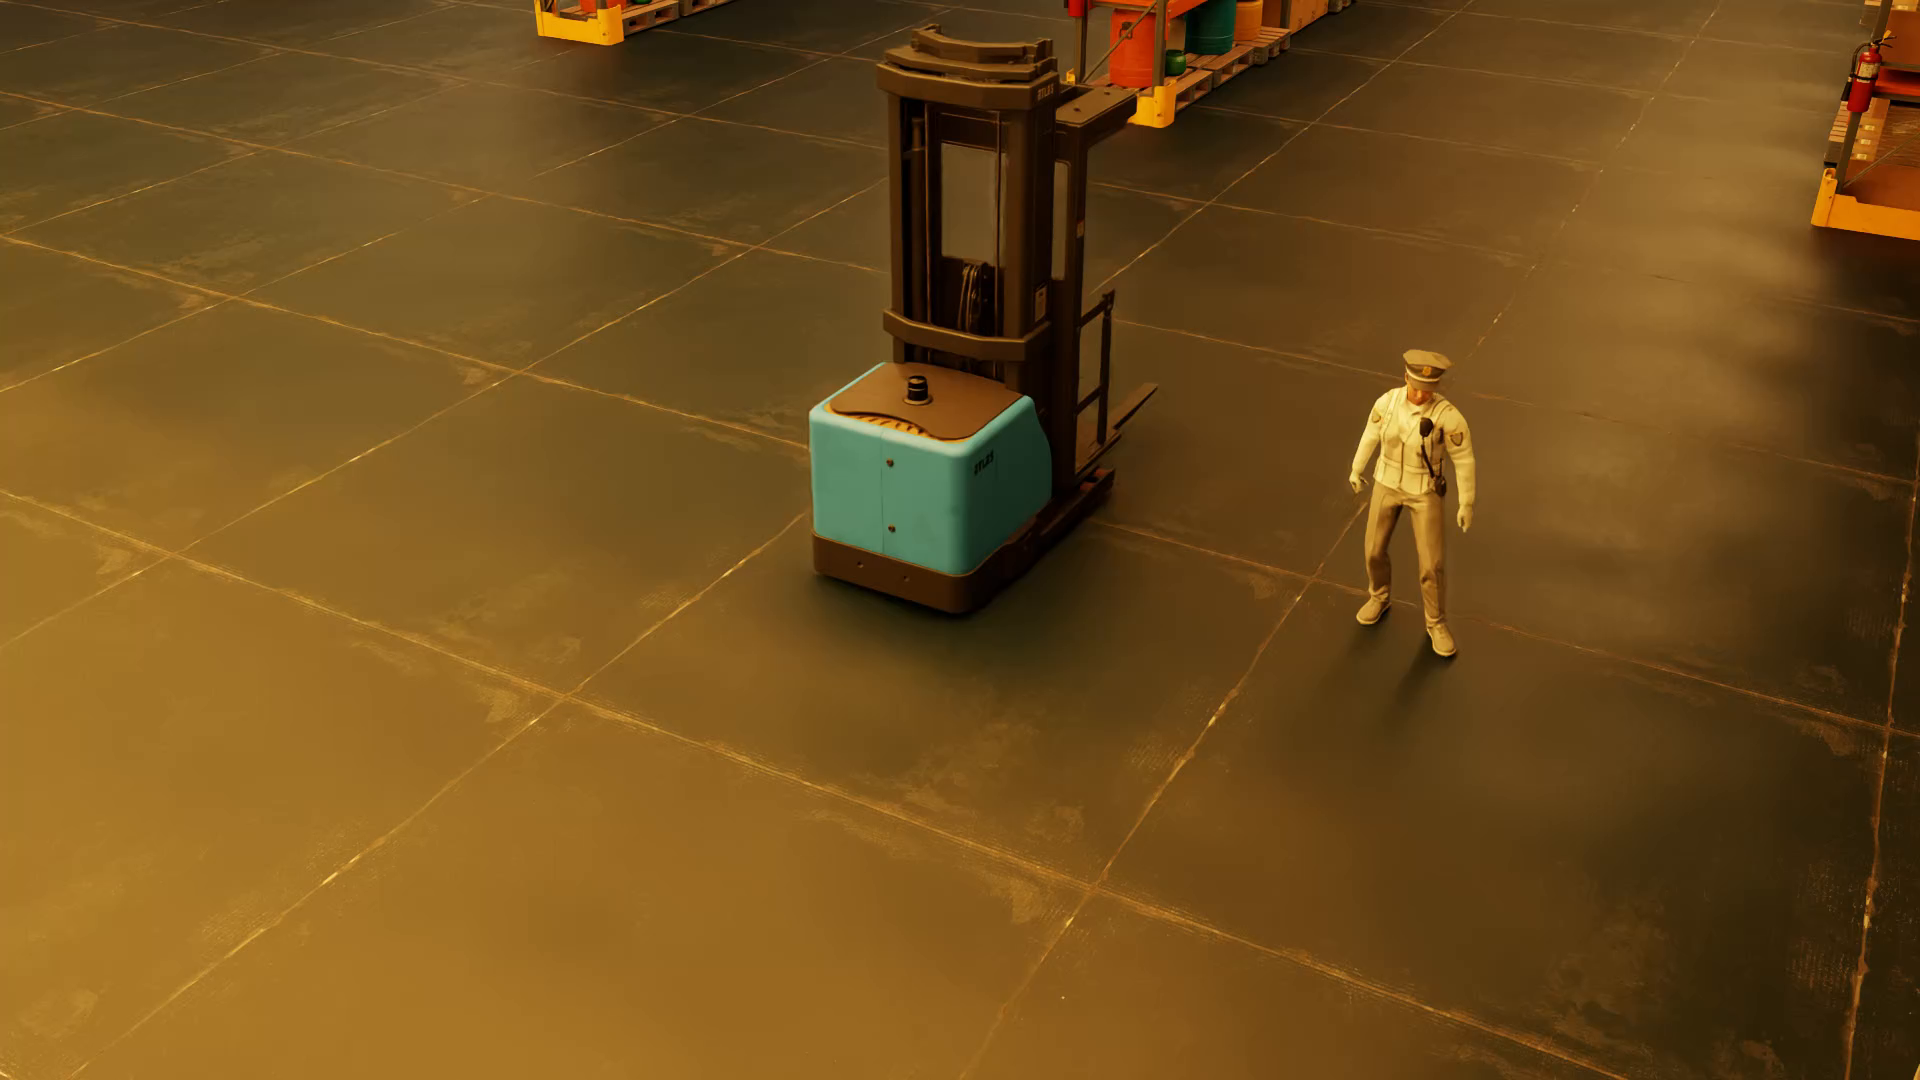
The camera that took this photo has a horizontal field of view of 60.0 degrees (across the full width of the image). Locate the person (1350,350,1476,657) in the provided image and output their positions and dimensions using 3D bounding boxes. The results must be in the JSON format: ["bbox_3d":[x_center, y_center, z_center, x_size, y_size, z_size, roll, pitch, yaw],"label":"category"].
[{"bbox_3d":[2.400,-0.241,8.790,0.781,1.638,0.373,20,36,31],"label":"person"}]

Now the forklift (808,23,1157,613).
[{"bbox_3d":[0.318,-1.570,9.791,1.130,2.935,3.031,16,34,25],"label":"forklift"}]
